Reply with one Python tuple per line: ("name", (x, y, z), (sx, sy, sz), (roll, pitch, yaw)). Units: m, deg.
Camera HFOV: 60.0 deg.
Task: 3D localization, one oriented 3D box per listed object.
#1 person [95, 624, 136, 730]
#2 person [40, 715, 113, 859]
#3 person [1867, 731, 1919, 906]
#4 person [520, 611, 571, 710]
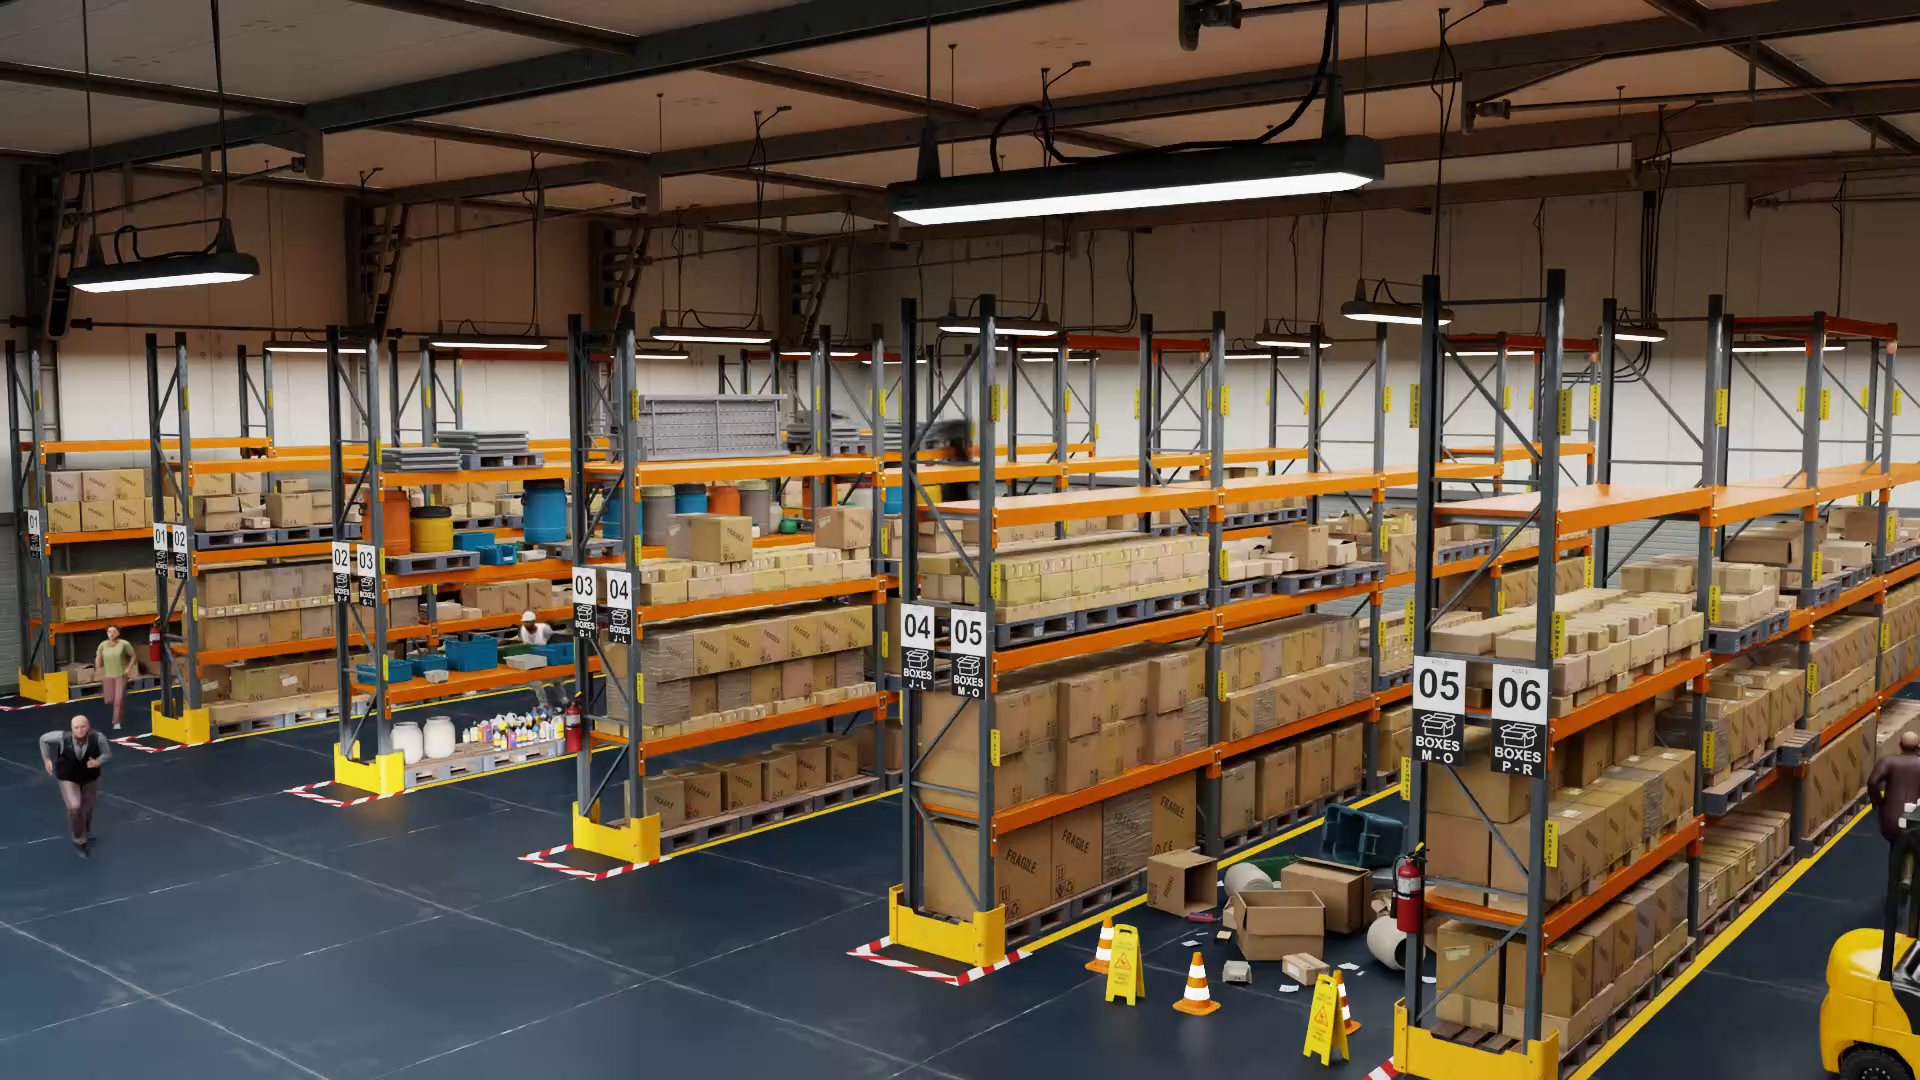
("person", (-12.935, 2.071, 25.518), (0.569, 1.613, 0.612), (-1, 5, -13))
("person", (-9.829, 2.771, 18.533), (0.700, 1.562, 0.988), (-3, 6, -31))
("person", (9.490, 2.808, 16.683), (0.708, 1.731, 0.849), (3, 6, 34))
("person", (-6.747, 1.931, 26.929), (0.707, 1.640, 0.910), (0, 5, 6))
